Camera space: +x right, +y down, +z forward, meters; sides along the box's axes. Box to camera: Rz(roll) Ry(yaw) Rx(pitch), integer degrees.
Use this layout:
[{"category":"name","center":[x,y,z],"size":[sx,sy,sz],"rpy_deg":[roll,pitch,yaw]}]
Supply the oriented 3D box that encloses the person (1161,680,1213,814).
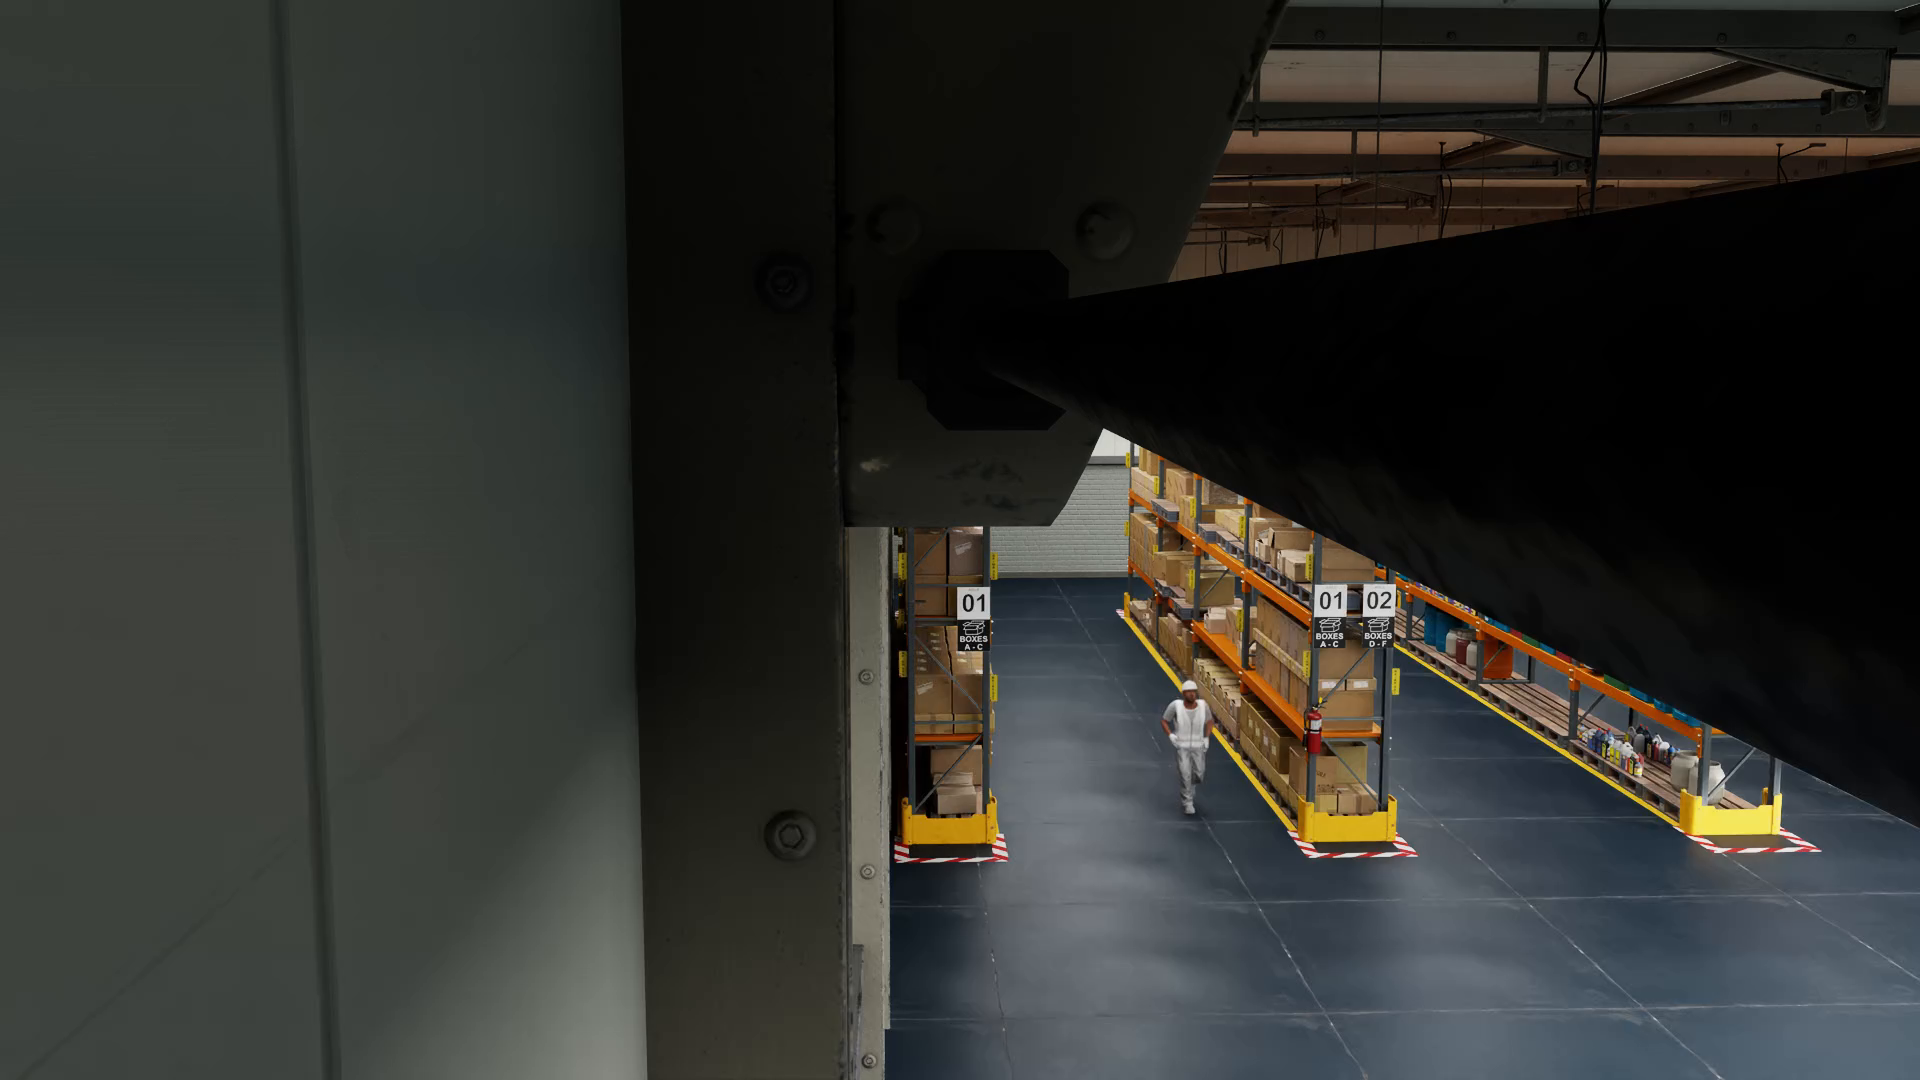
[{"category":"person","center":[2.978,2.682,21.804],"size":[0.690,1.743,0.615],"rpy_deg":[-1,7,-6]}]
